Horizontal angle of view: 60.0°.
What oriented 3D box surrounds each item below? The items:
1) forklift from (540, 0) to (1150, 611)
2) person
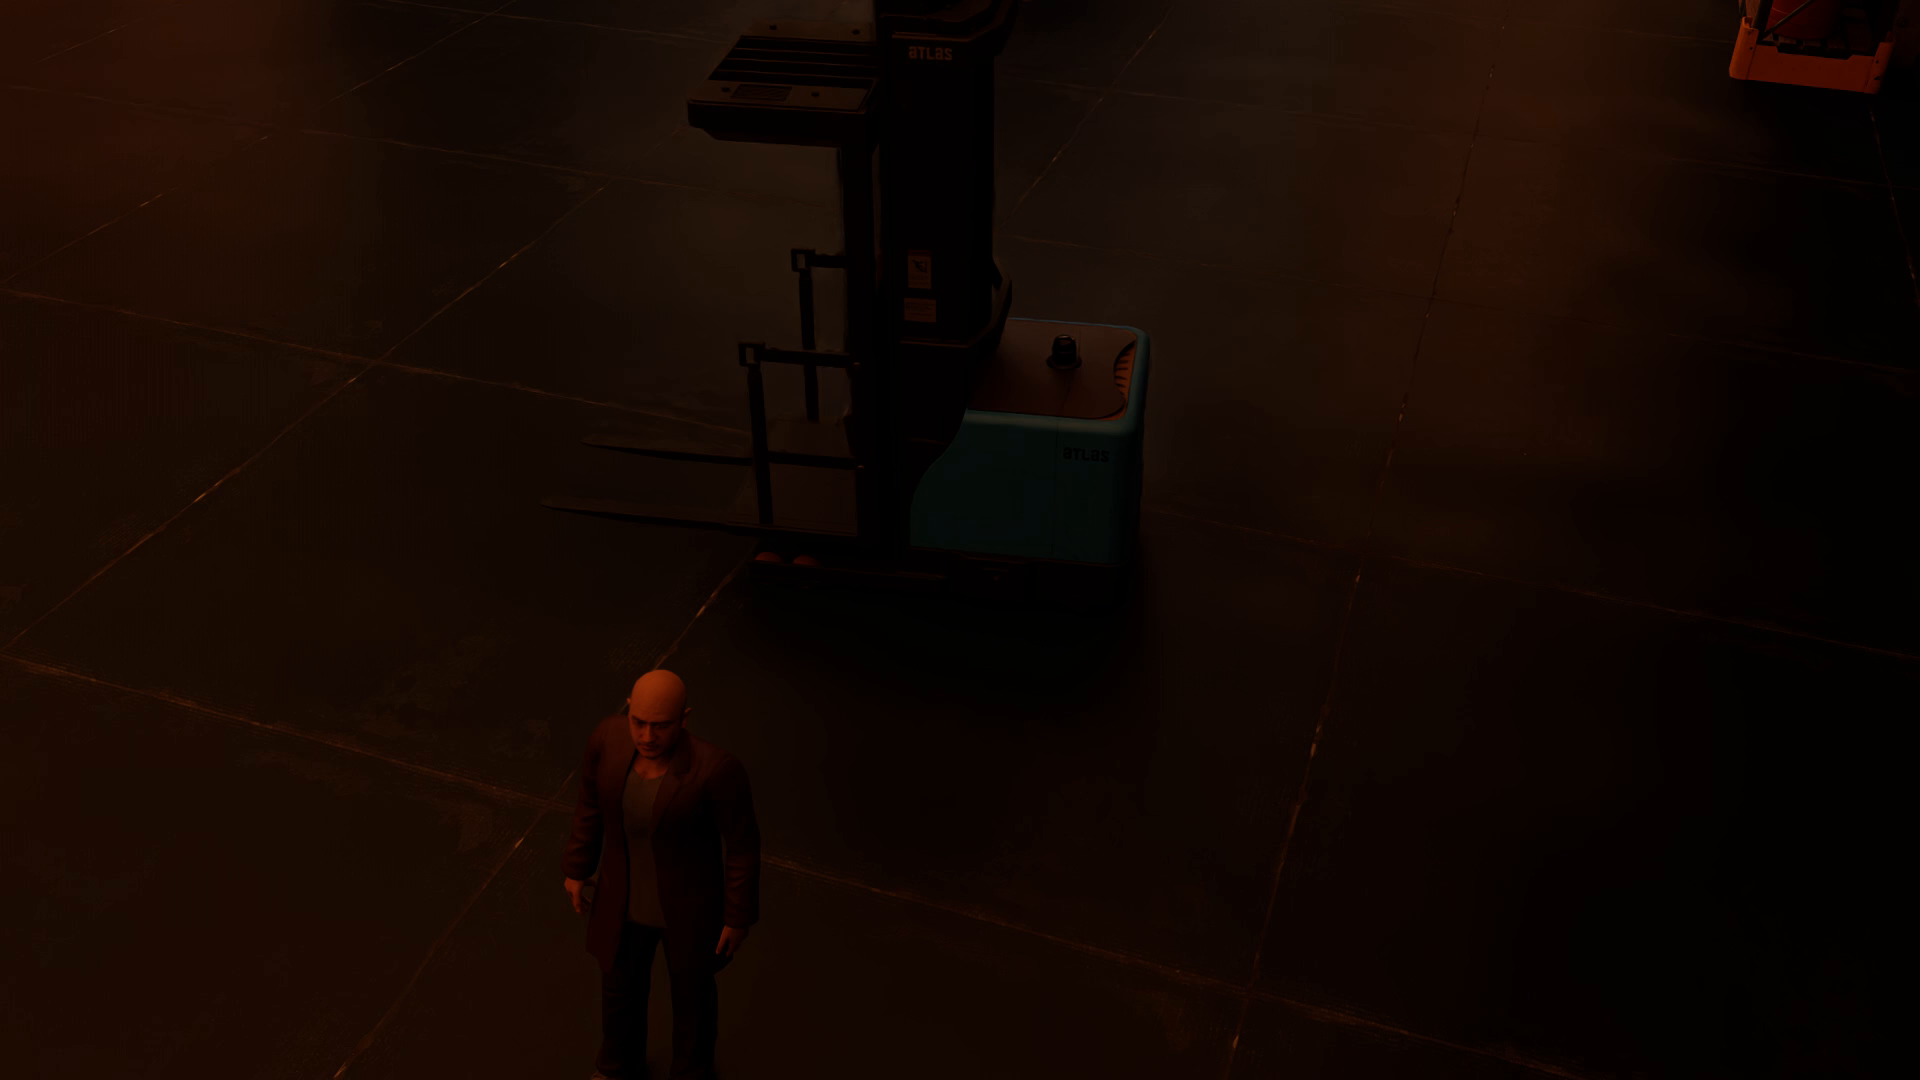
[{"bbox_3d":[-0.607,-1.246,7.869,3.031,2.935,1.130,5,36,8],"label":"forklift"},{"bbox_3d":[-0.999,1.216,5.389,0.690,1.783,0.559,11,37,15],"label":"person"}]
